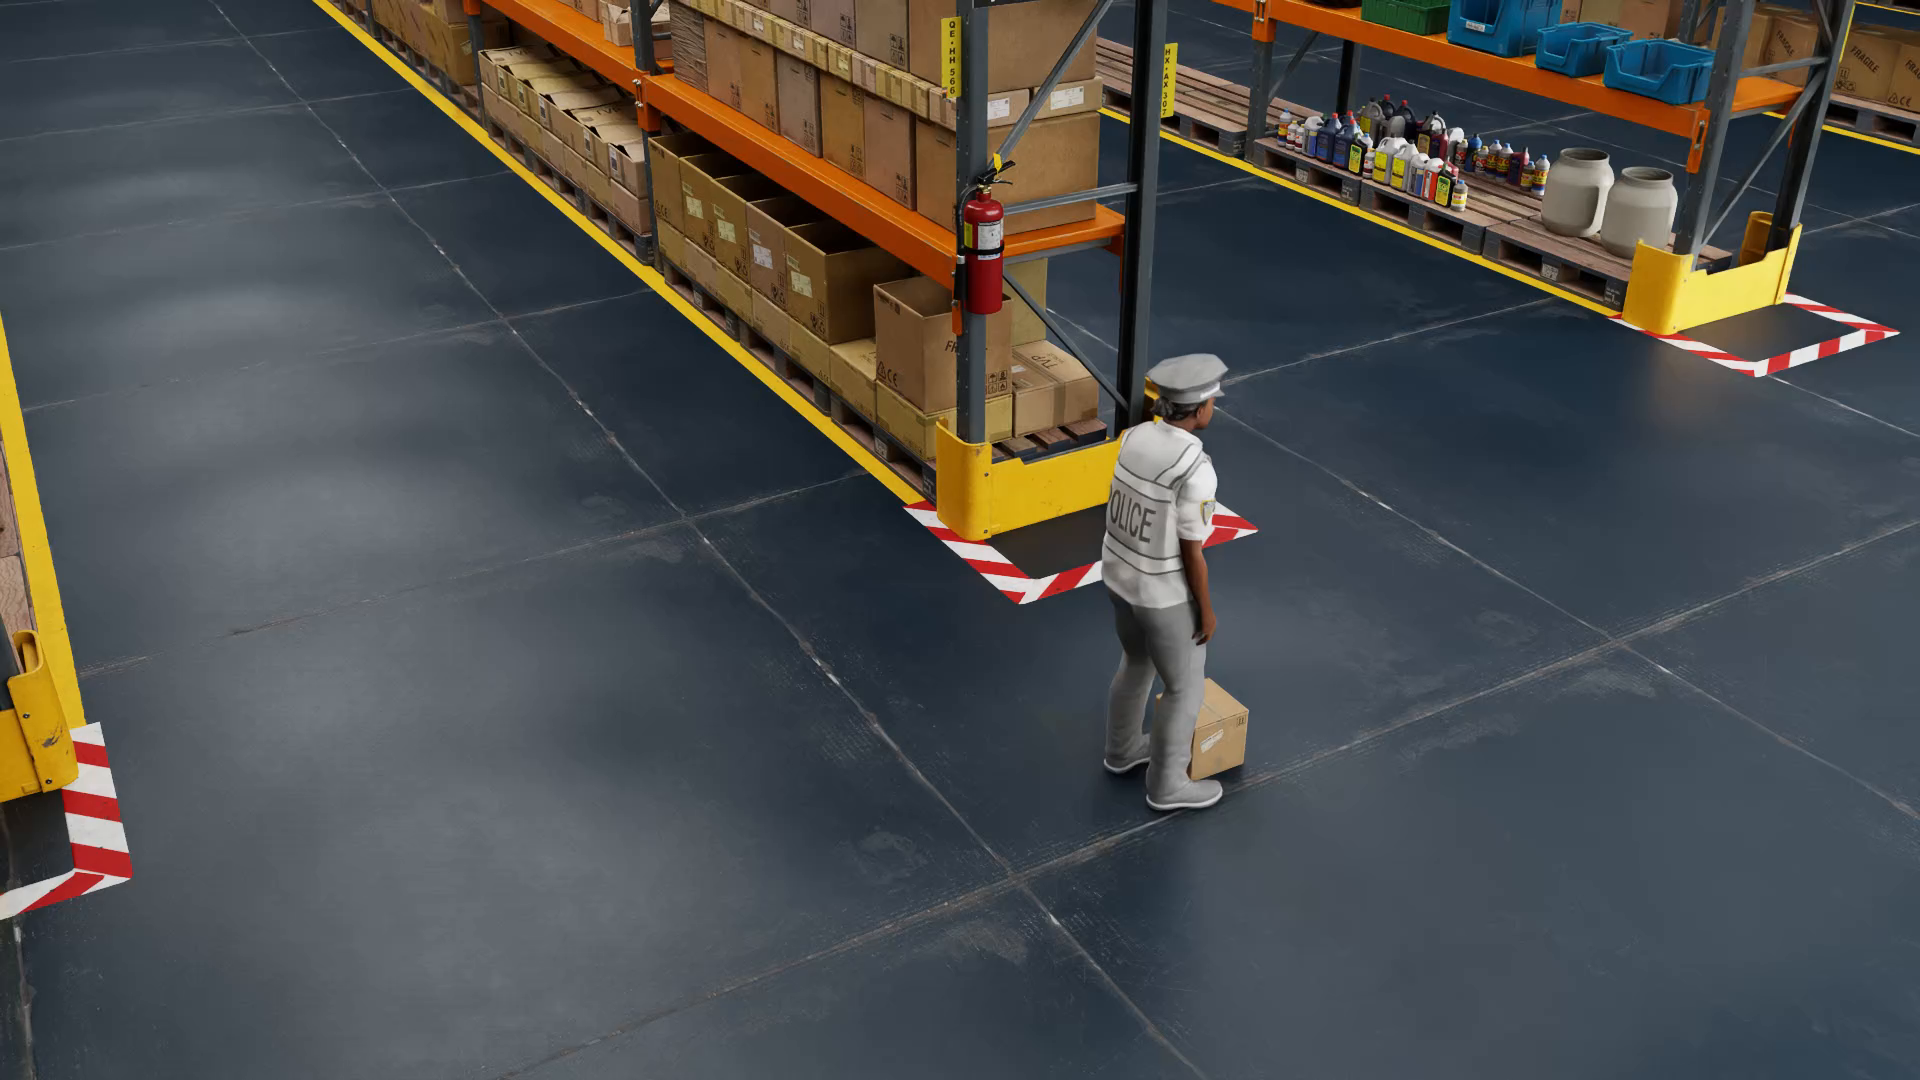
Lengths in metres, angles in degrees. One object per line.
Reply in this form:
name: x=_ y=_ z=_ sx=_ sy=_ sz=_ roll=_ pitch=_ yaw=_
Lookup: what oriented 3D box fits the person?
person: x=0.714 y=0.166 z=5.829 sx=0.395 sy=1.659 sz=0.508 roll=-16 pitch=33 yaw=-26
